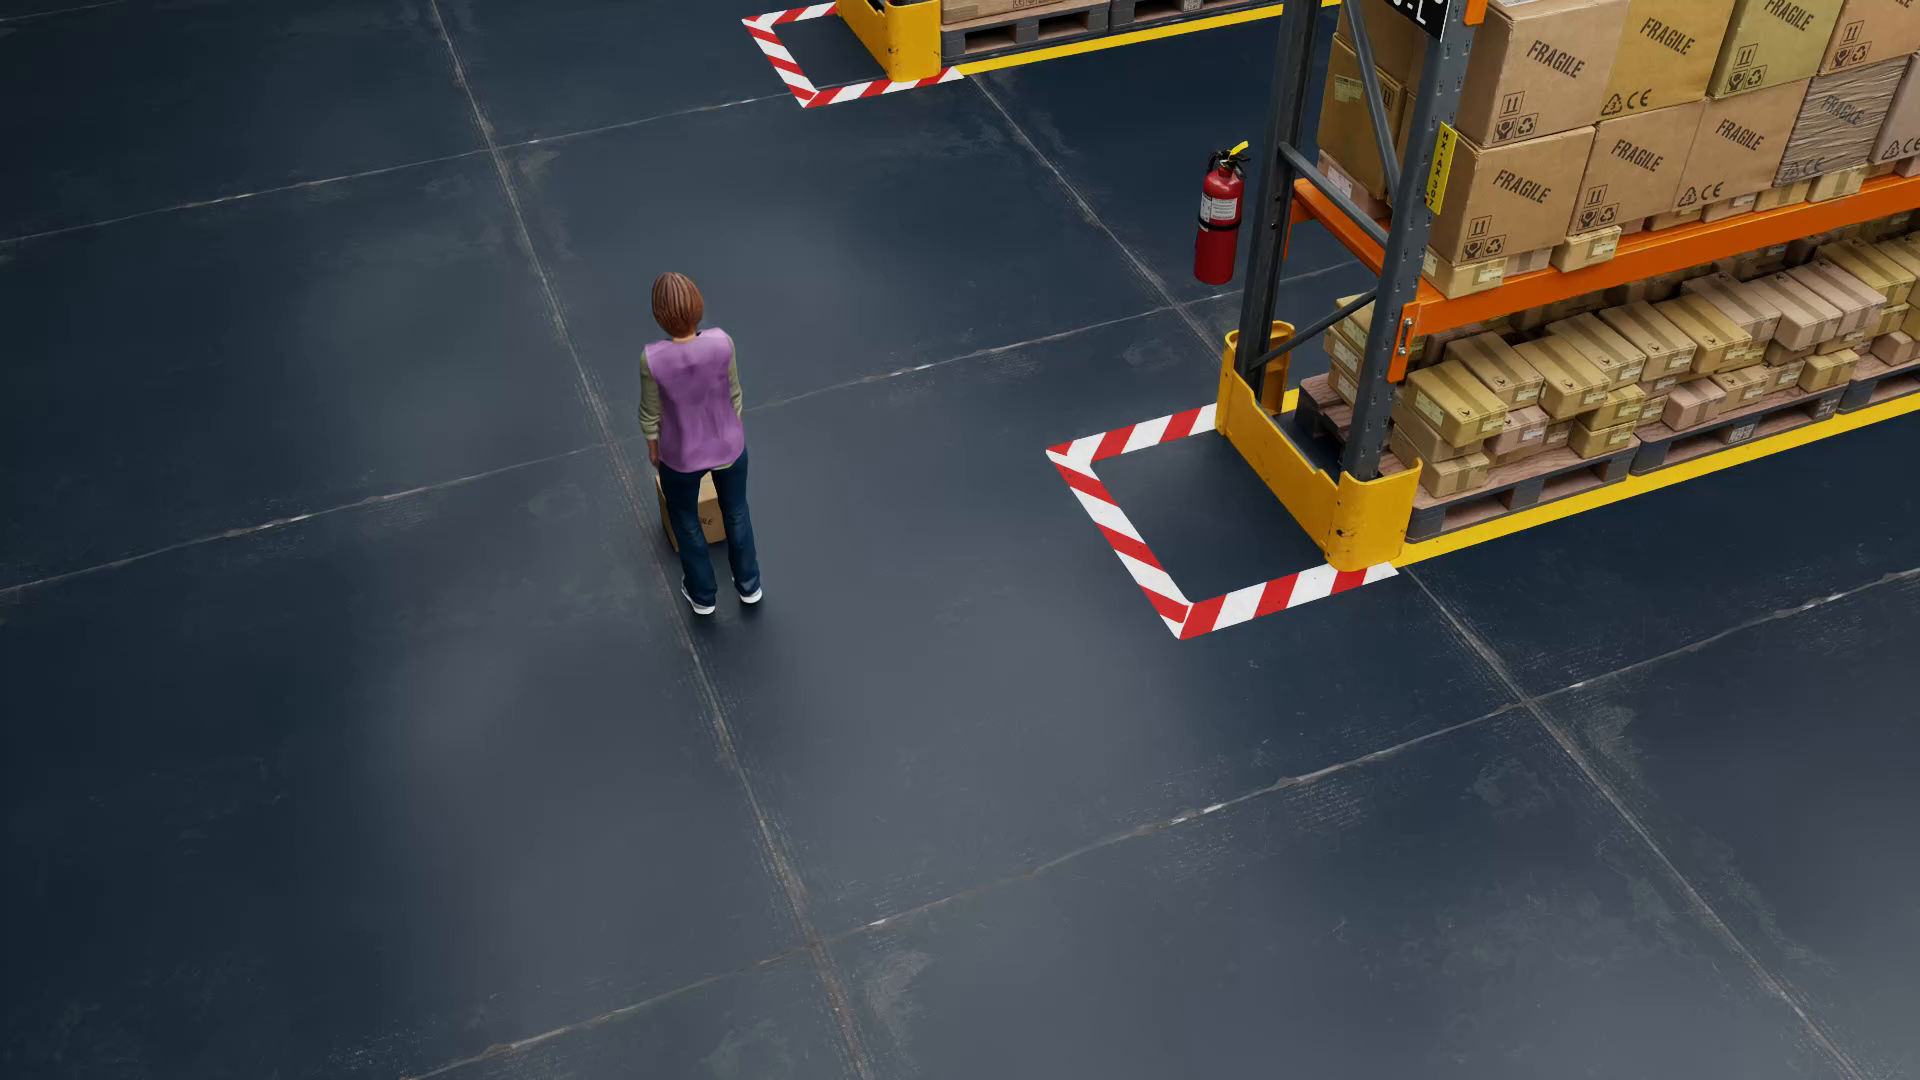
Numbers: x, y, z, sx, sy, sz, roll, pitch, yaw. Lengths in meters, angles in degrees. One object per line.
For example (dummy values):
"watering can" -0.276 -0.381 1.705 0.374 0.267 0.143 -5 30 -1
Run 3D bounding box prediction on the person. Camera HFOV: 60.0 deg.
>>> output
"person" -1.039 -0.343 6.565 0.409 1.577 0.307 -15 44 -16
